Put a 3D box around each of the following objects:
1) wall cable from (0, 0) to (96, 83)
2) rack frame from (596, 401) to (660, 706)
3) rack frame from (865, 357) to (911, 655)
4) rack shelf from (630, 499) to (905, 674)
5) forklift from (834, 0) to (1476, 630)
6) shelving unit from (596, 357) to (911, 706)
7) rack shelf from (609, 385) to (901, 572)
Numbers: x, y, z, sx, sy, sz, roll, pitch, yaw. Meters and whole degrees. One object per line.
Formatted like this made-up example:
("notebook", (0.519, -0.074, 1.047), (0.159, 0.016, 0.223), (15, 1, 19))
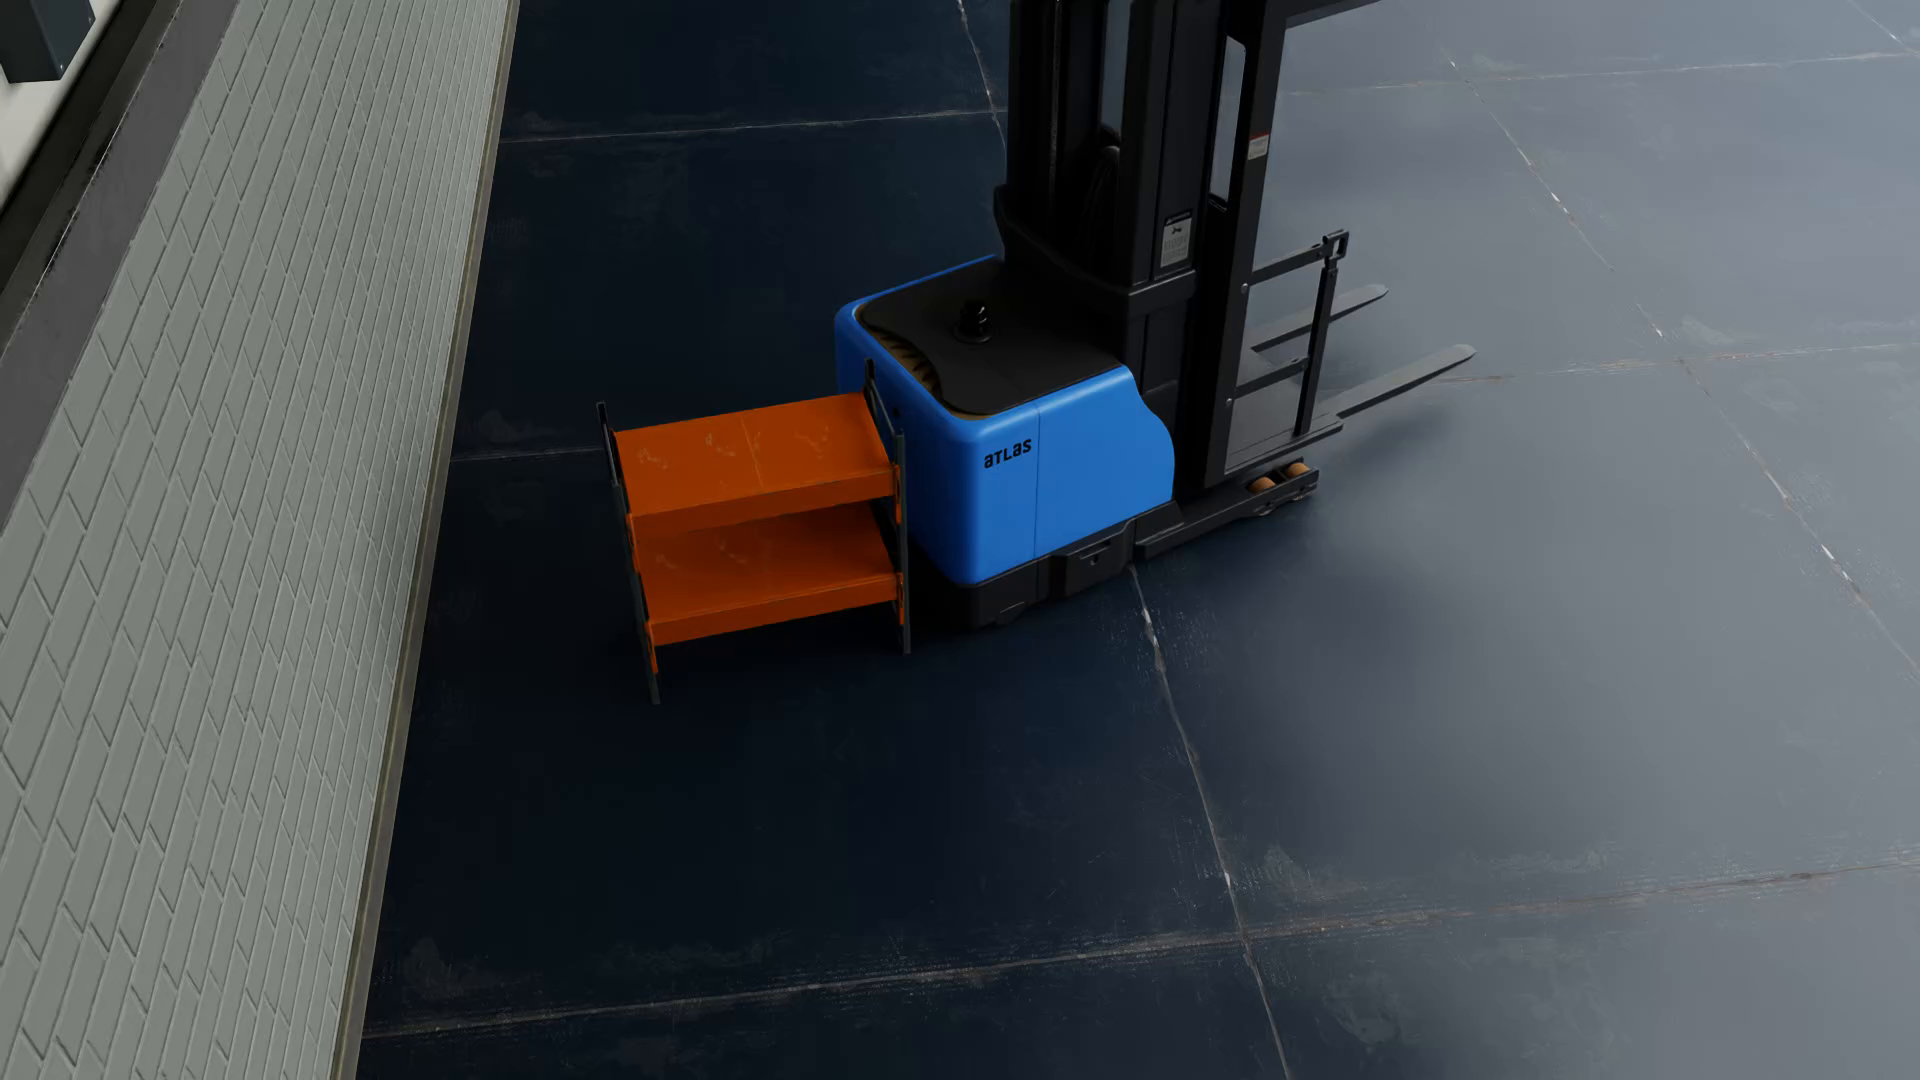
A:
("wall cable", (-2.114, -3.976, 2.400), (0.169, 6.003, 2.305), (-5, 42, -6))
("rack frame", (-1.260, 0.070, 6.333), (0.032, 1.125, 0.500), (-11, 43, -12))
("rack frame", (-0.282, -0.116, 6.539), (0.032, 1.125, 0.500), (-11, 43, -12))
("rack shelf", (-0.771, 0.158, 6.600), (1.000, 0.278, 0.538), (-11, 43, -12))
("forklift", (1.000, -1.476, 6.699), (3.031, 2.935, 1.130), (-23, 47, -23))
("shelving unit", (-0.771, -0.023, 6.436), (1.048, 1.125, 0.538), (-11, 43, -12))
("rack shelf", (-0.771, -0.241, 6.240), (1.000, 0.278, 0.538), (-11, 43, -12))
